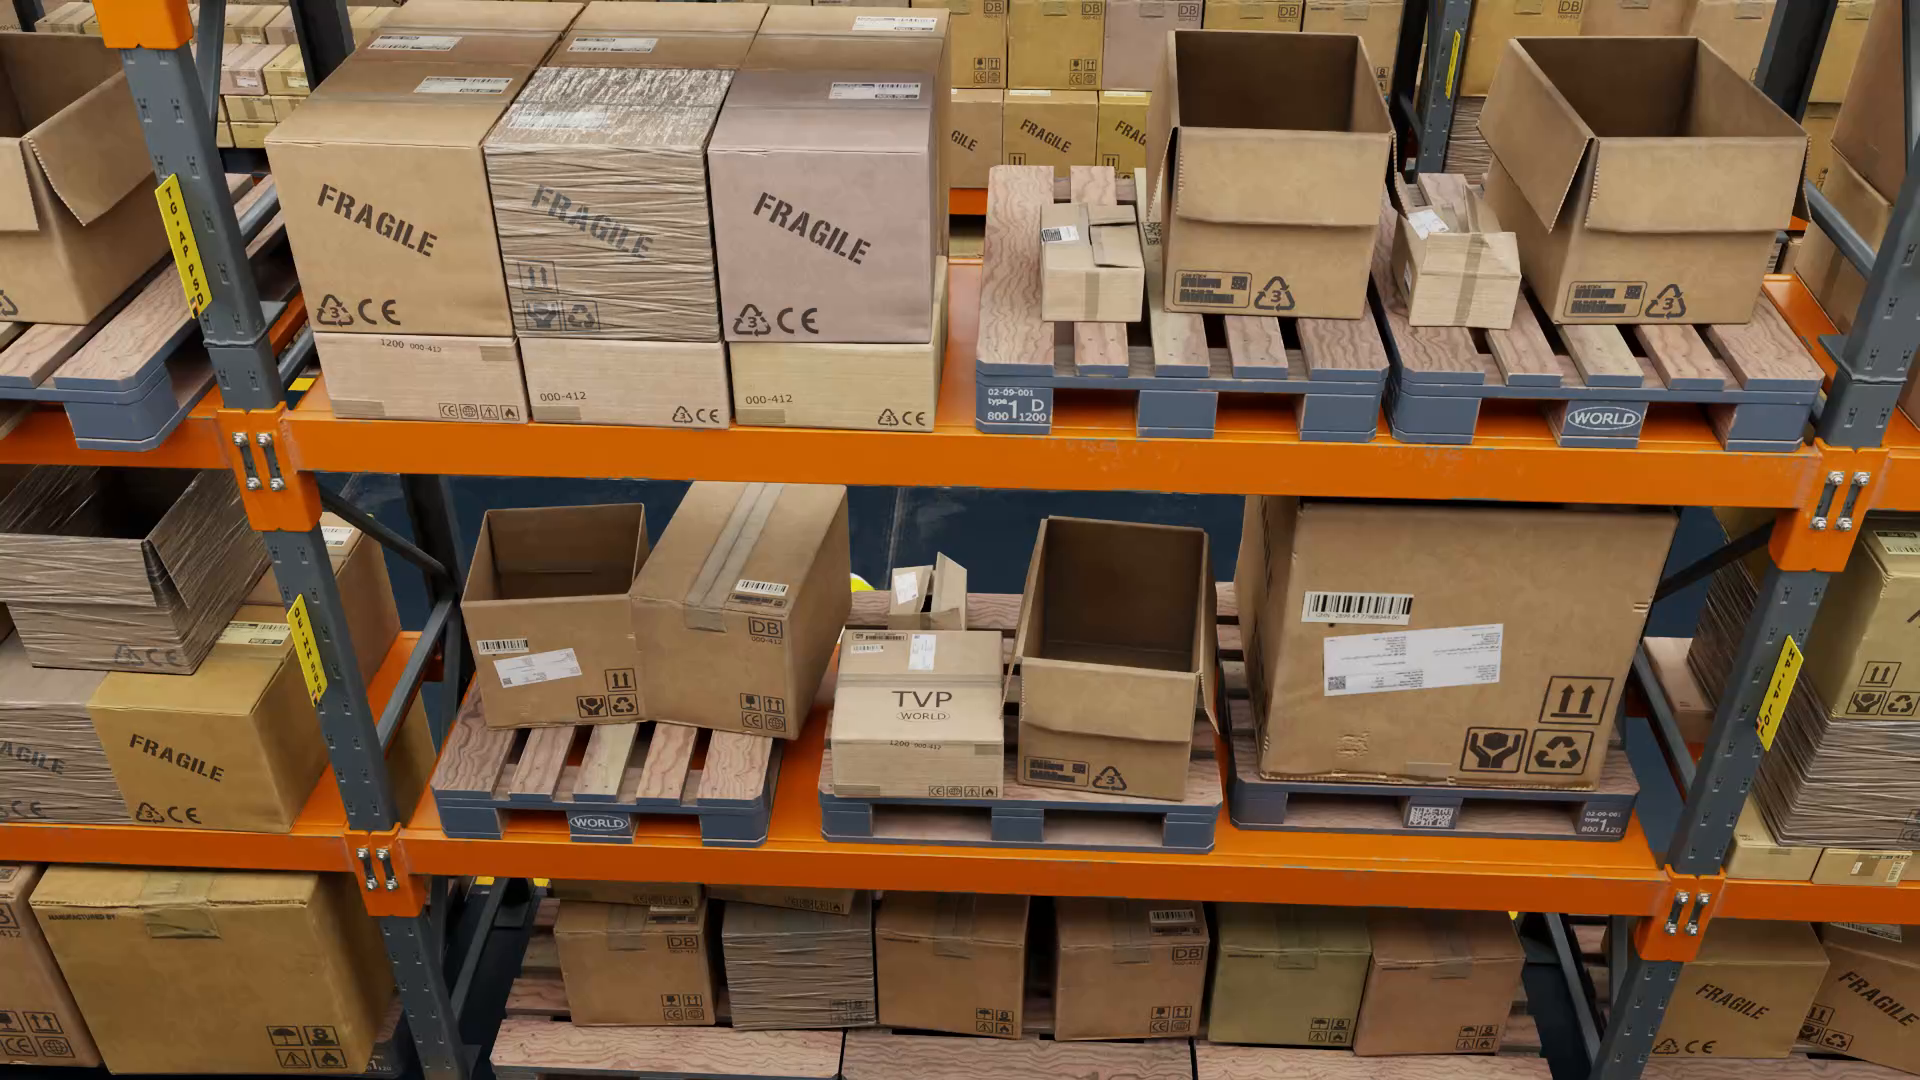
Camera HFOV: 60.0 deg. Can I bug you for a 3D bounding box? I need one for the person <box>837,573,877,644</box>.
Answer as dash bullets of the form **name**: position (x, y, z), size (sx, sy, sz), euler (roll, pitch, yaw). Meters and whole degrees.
- **person**: position (-0.513, 0.520, 7.029), size (0.900, 1.008, 0.546), euler (-1, 35, -1)
